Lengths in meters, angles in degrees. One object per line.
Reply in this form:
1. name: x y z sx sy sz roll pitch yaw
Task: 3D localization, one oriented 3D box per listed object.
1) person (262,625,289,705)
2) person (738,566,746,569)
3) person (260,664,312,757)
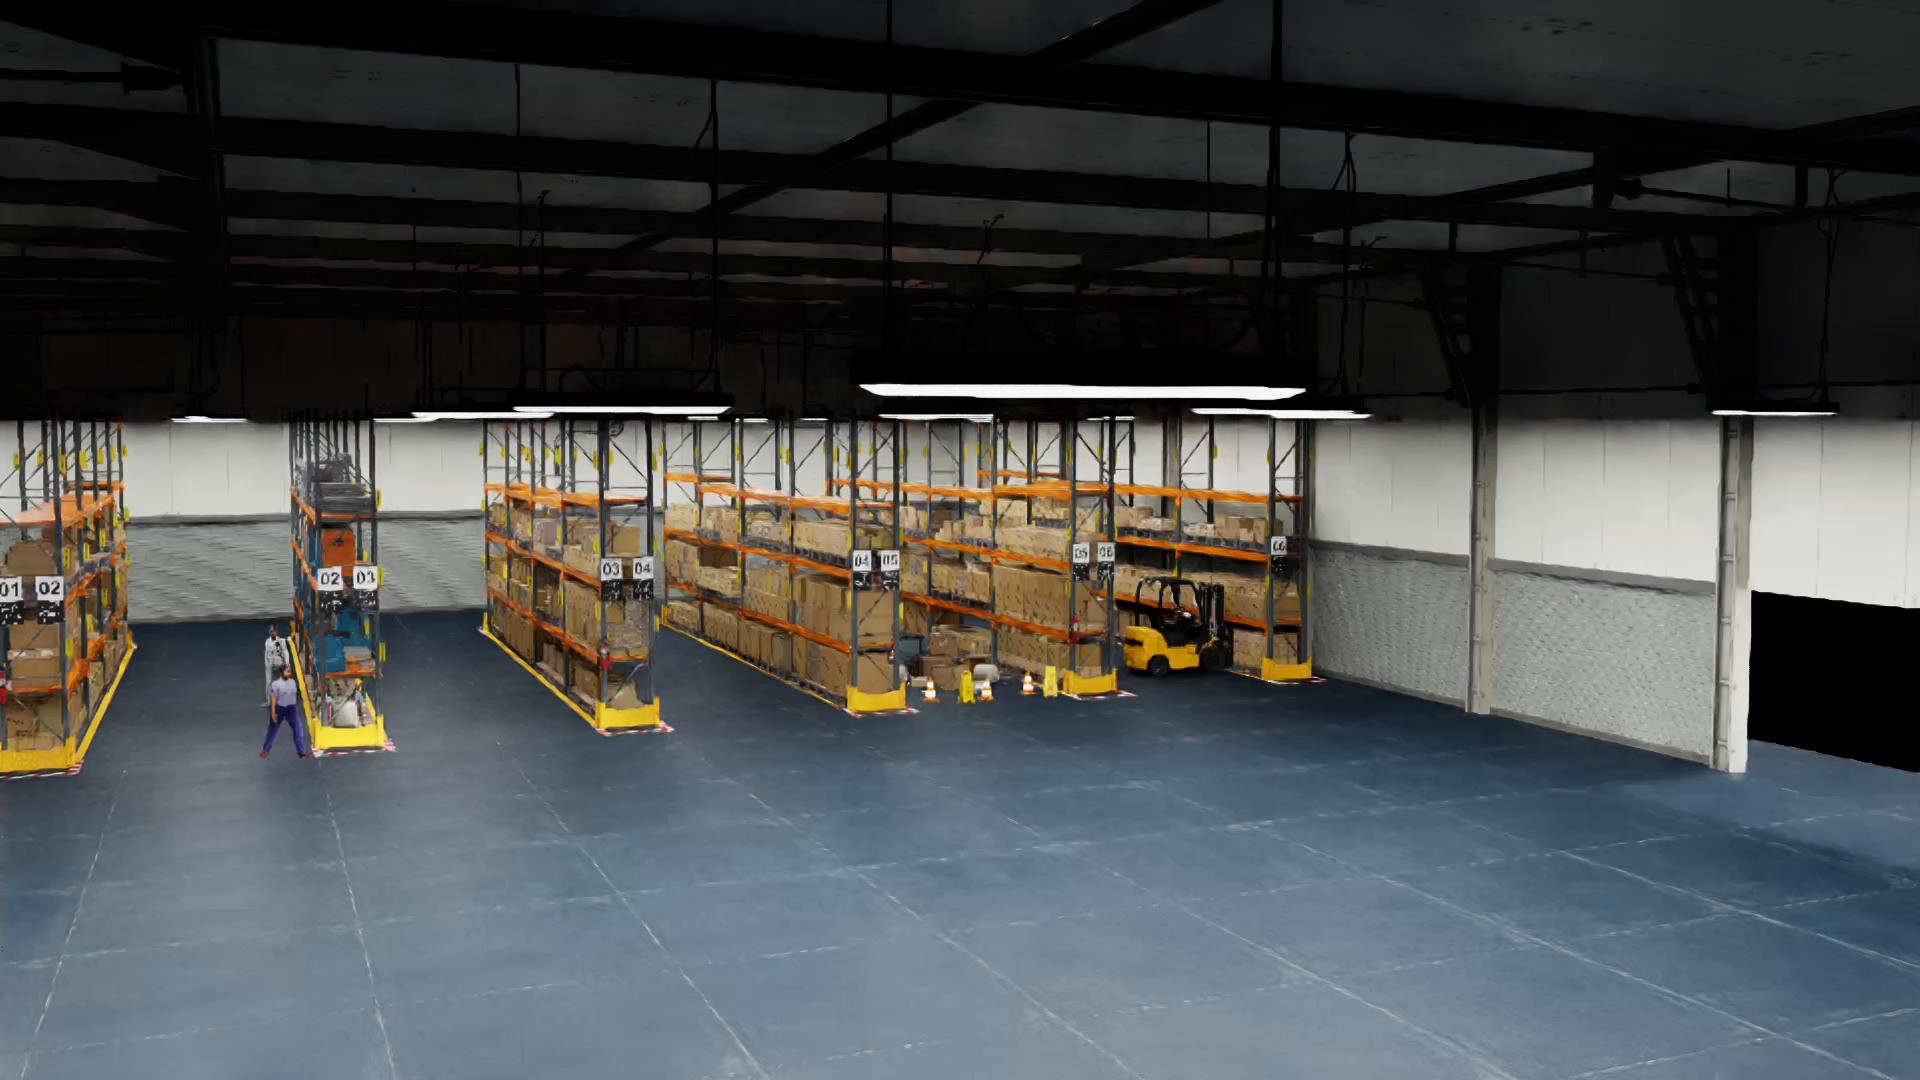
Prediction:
1. person: -13.932 2.521 33.922 0.507 1.636 0.908 0 4 -7
2. person: -6.395 1.487 48.641 0.553 1.653 0.627 0 4 -6
3. person: -11.564 2.934 28.411 0.915 1.587 0.593 3 5 40
